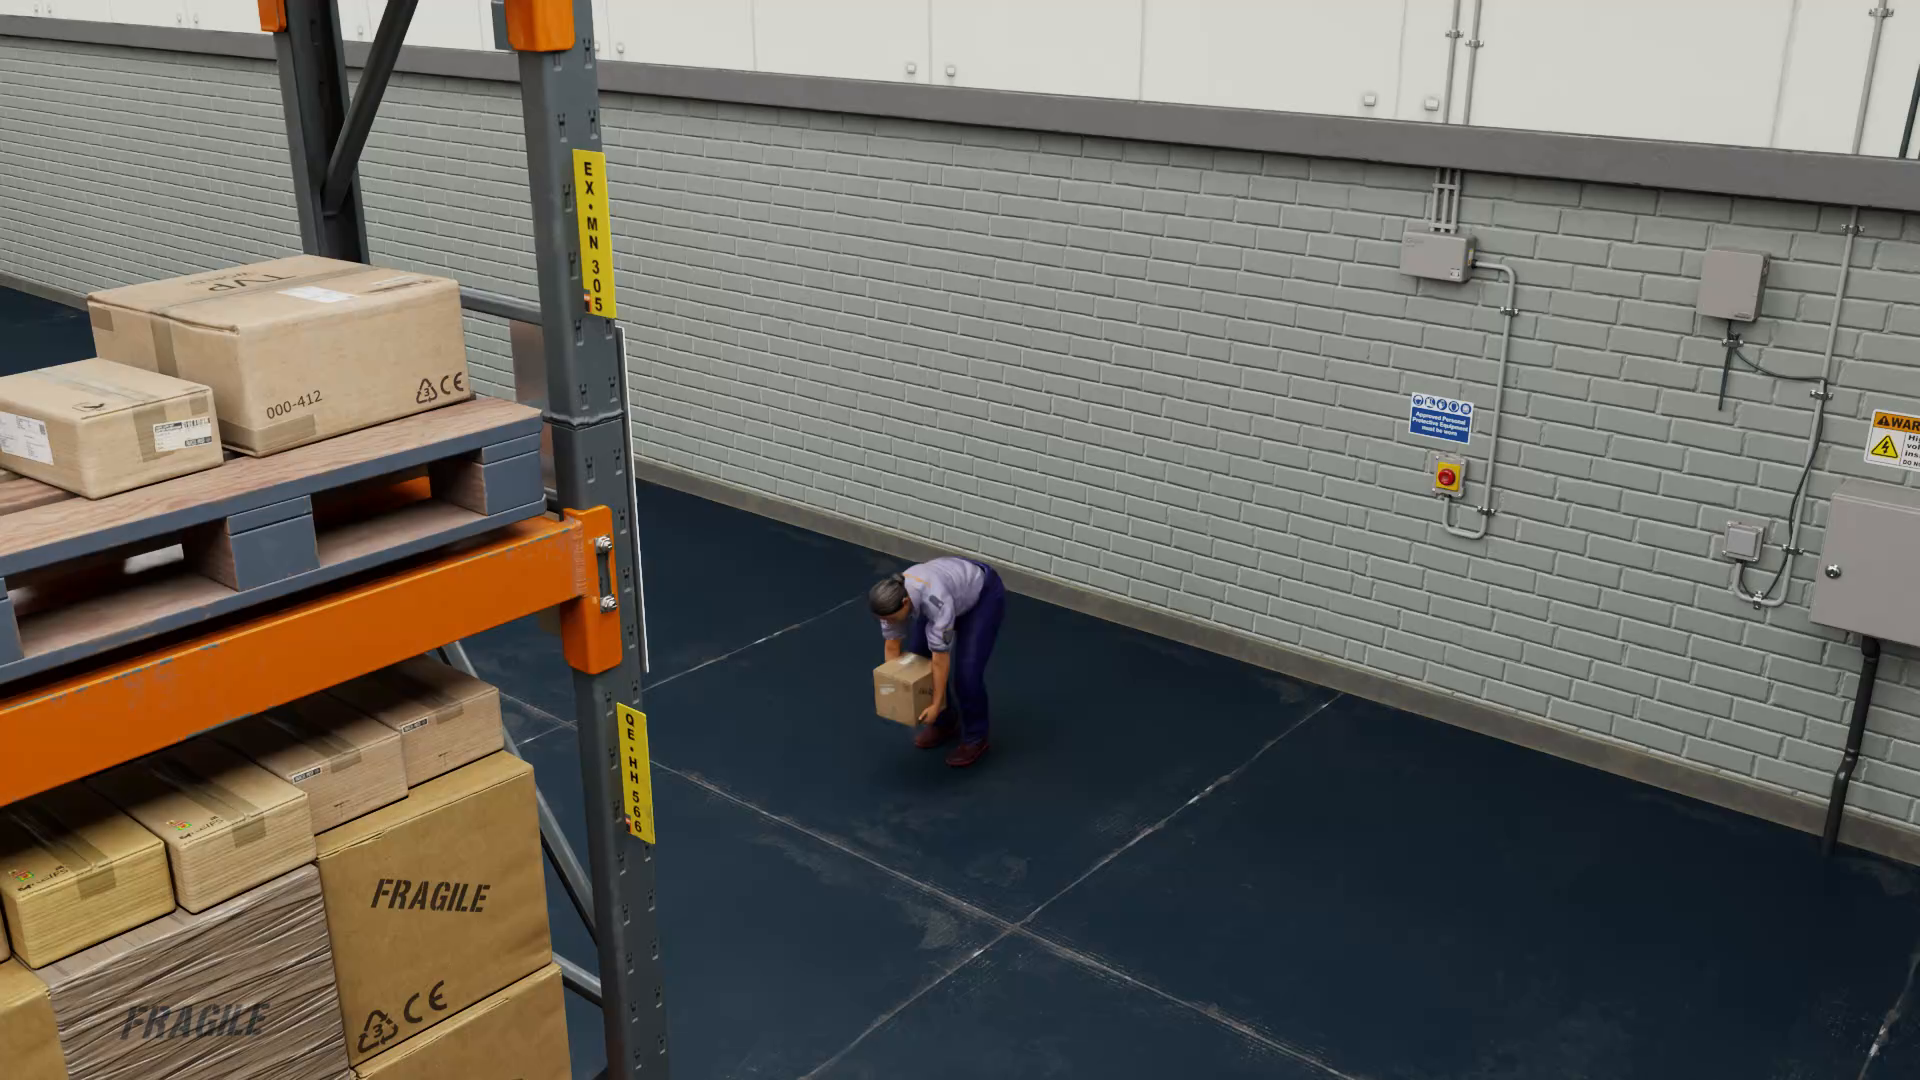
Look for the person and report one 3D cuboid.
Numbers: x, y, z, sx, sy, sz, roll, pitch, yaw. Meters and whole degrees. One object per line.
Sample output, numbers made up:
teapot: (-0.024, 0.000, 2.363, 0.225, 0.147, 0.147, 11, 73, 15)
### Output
person: (-0.144, 0.600, 8.258, 0.459, 1.111, 0.898, 15, 25, 35)
